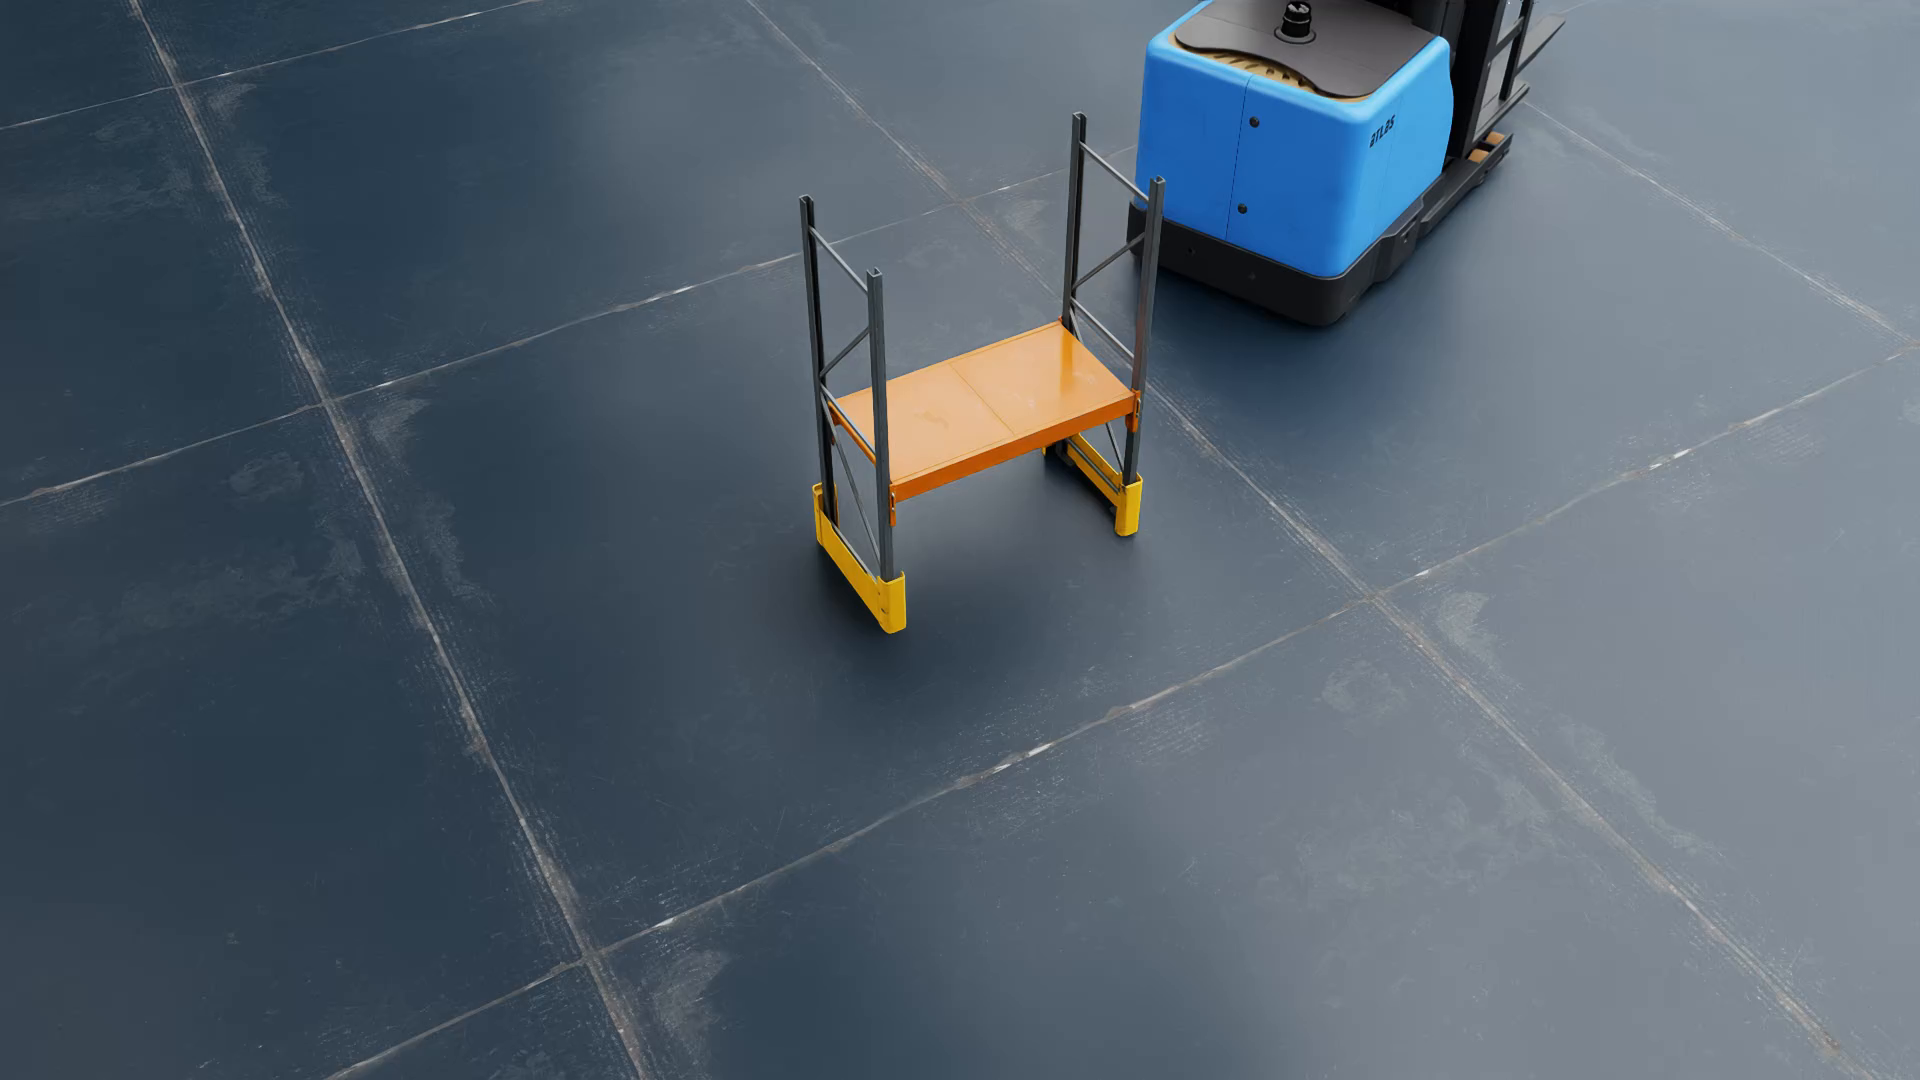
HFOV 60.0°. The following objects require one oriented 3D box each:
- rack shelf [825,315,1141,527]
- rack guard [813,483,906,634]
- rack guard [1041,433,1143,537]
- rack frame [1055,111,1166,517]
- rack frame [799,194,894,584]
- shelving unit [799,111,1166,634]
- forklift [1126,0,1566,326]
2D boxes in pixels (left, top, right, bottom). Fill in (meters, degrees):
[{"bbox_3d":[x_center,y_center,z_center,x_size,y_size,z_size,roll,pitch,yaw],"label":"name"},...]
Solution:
[{"bbox_3d":[0.074,-0.439,5.883,1.000,0.185,0.538,-22,48,-21],"label":"rack shelf"},{"bbox_3d":[-0.366,0.057,6.012,0.087,0.250,0.587,-22,48,-21],"label":"rack guard"},{"bbox_3d":[0.498,-0.289,6.368,0.087,0.250,0.587,-22,48,-21],"label":"rack guard"},{"bbox_3d":[0.515,-0.744,5.940,0.032,1.500,0.500,-22,48,-21],"label":"rack frame"},{"bbox_3d":[-0.367,-0.391,5.576,0.032,1.500,0.500,-22,48,-21],"label":"rack frame"},{"bbox_3d":[0.066,-0.565,5.755,1.083,1.500,0.587,-22,48,-21],"label":"shelving unit"},{"bbox_3d":[2.031,-2.949,7.184,1.130,2.935,3.031,27,50,25],"label":"forklift"}]
